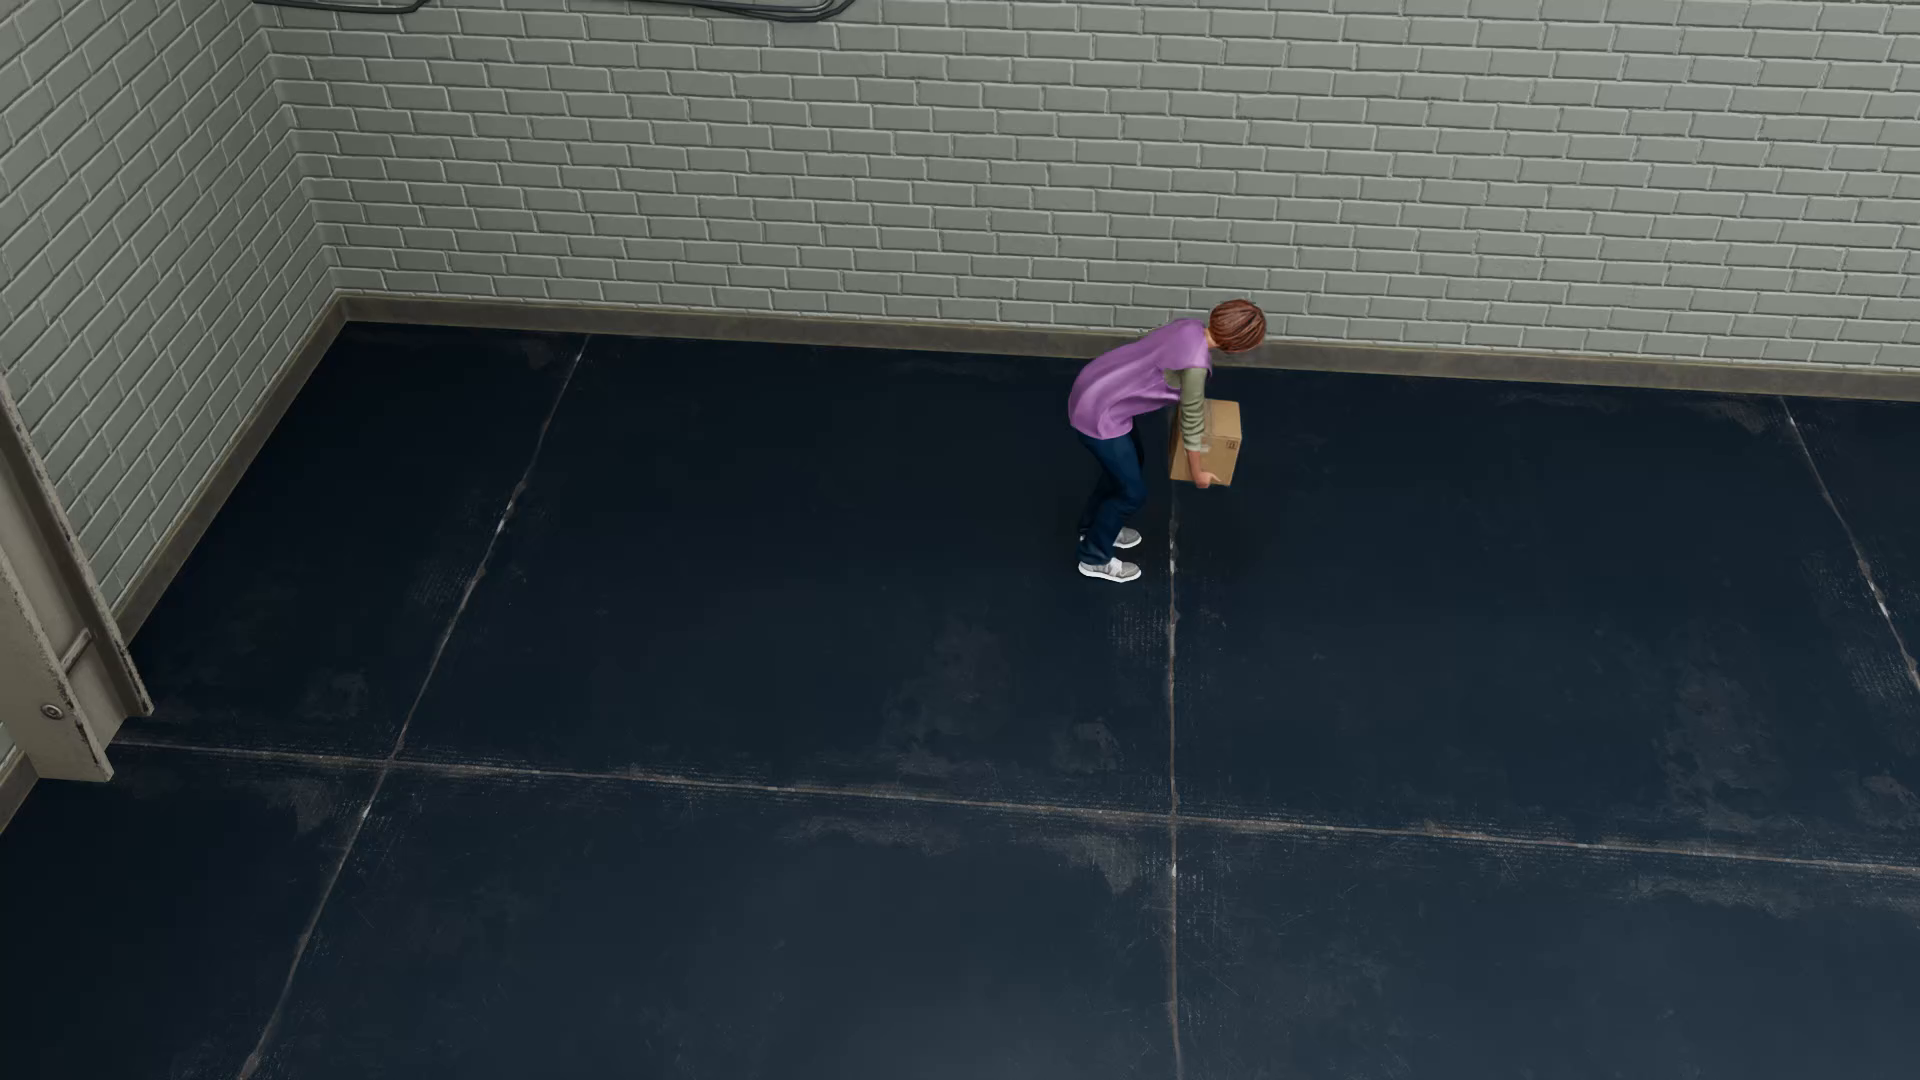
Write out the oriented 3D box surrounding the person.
[{"bbox_3d":[0.816,-0.409,6.861,0.757,1.317,0.382,2,41,3],"label":"person"}]
